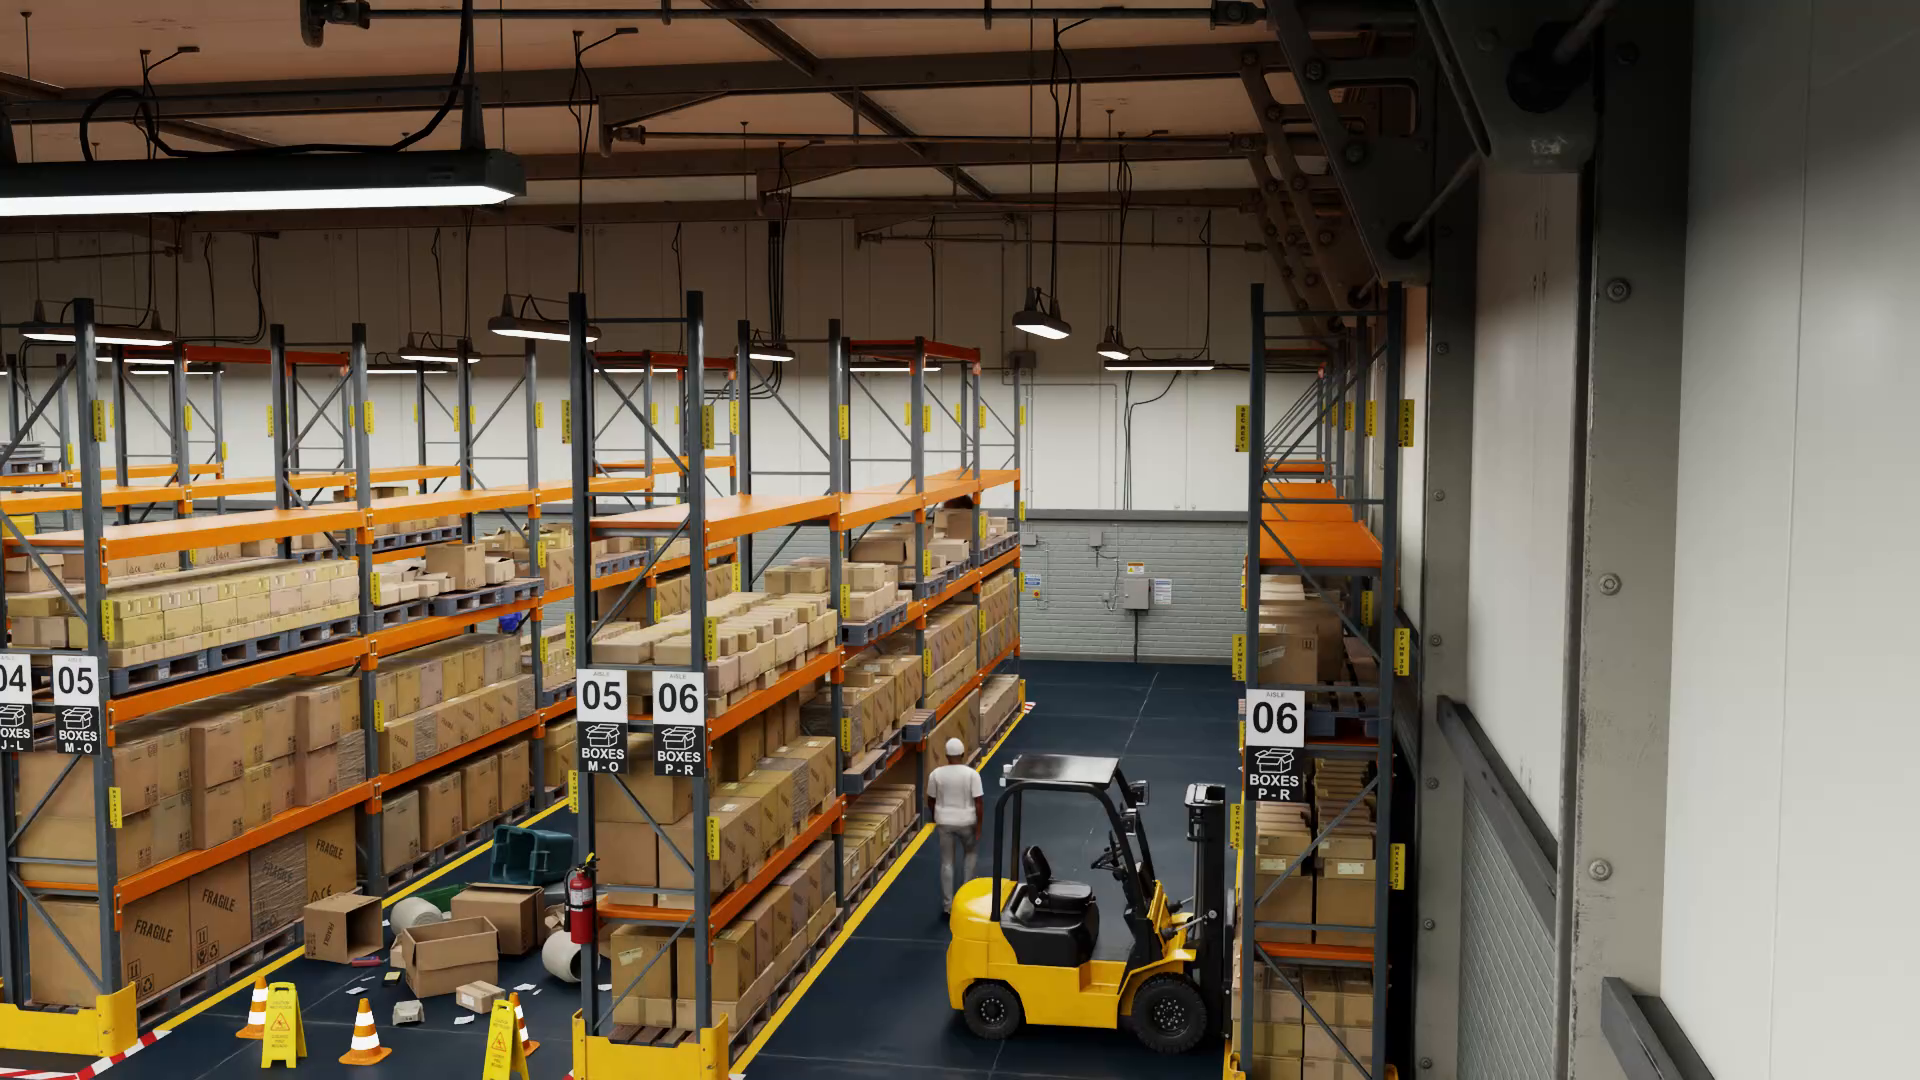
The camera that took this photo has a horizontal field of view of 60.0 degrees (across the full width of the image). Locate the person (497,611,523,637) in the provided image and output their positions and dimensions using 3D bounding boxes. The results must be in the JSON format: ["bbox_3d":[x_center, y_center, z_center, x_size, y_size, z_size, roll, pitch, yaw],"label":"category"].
[{"bbox_3d":[-8.402,1.837,31.015,0.485,1.674,0.344,0,5,5],"label":"person"}]

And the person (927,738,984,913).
[{"bbox_3d":[-0.039,2.913,17.057,0.597,1.794,0.693,1,5,8],"label":"person"}]
